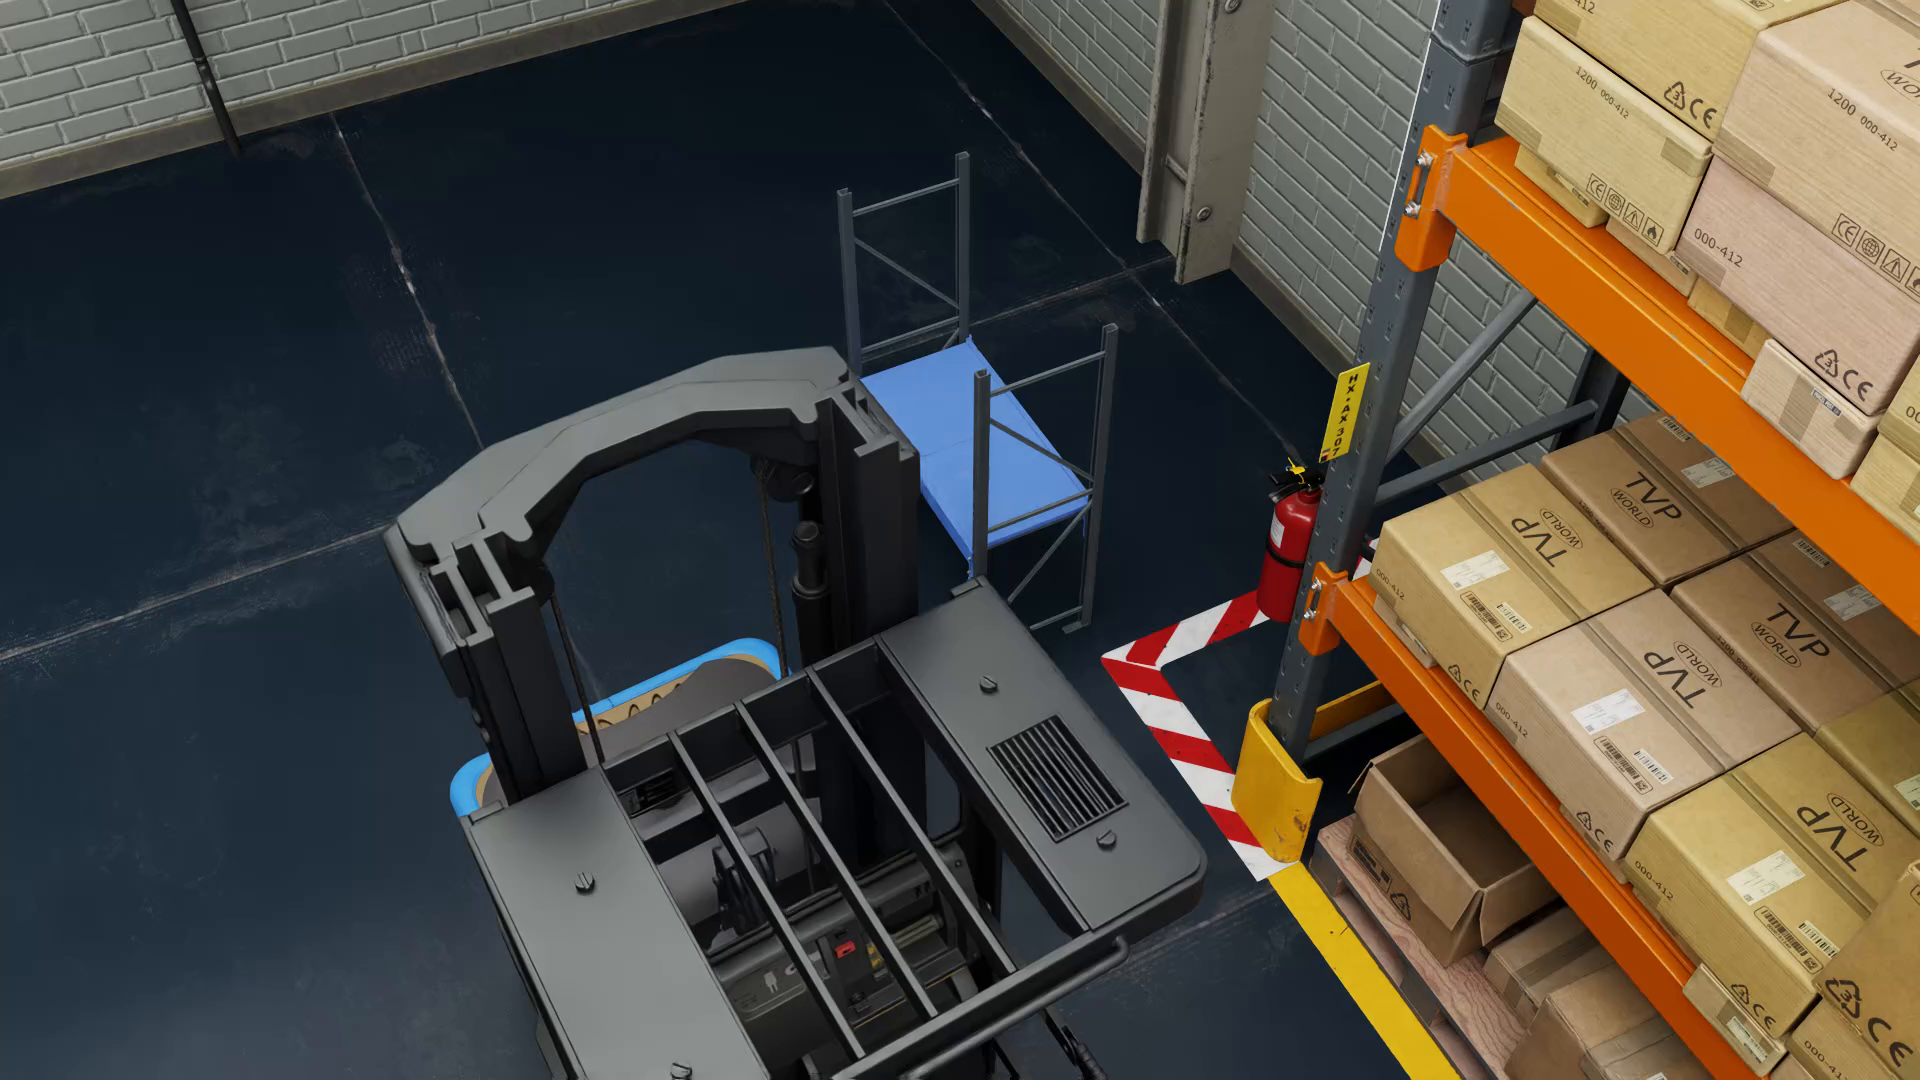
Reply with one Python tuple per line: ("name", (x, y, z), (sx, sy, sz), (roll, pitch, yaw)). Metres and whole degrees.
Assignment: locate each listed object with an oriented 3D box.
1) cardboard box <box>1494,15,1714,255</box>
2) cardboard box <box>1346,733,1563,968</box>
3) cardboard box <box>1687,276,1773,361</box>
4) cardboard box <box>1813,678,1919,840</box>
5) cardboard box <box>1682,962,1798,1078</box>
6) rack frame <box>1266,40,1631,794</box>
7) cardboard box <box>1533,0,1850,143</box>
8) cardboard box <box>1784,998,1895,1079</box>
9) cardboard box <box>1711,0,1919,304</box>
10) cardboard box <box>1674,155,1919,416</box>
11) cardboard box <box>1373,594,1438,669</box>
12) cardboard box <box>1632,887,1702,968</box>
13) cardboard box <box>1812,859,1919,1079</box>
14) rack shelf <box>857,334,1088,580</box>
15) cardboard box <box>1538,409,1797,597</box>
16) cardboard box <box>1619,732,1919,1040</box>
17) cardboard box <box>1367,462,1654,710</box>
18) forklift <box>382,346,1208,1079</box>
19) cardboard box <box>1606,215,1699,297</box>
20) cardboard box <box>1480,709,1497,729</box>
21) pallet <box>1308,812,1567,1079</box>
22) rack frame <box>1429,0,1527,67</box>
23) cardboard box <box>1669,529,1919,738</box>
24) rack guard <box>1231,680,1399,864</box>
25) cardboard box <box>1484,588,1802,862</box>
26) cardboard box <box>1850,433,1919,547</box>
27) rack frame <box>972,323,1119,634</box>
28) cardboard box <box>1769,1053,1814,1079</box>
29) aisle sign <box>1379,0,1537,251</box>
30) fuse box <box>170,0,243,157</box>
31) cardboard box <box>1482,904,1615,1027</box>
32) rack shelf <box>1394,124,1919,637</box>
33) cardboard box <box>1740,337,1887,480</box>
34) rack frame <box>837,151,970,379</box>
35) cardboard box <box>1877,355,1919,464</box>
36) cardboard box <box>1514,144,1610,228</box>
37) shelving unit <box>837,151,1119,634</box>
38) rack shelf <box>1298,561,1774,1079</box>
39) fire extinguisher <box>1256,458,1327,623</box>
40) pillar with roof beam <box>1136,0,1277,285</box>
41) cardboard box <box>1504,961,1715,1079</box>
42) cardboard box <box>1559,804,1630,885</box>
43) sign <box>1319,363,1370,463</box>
("cardboard box", (1.453, -0.878, 3.327), (0.500, 0.250, 0.500), (-22, 52, -18))
("cardboard box", (1.688, 0.893, 5.249), (0.797, 0.503, 0.637), (-23, 53, -19))
("cardboard box", (1.677, -0.500, 3.262), (0.380, 0.149, 0.250), (-21, 52, -17))
("cardboard box", (2.396, 0.613, 4.015), (0.500, 0.250, 0.500), (-20, 52, -16))
("cardboard box", (1.944, 1.043, 3.904), (0.380, 0.149, 0.250), (-23, 53, -19))
("rack frame", (1.493, -0.233, 4.854), (1.000, 3.000, 0.127), (-21, 52, -18))
("cardboard box", (1.472, -1.050, 3.146), (0.500, 0.250, 0.500), (-22, 52, -18))
("cardboard box", (2.179, 1.125, 3.568), (0.500, 0.250, 0.500), (-22, 53, -18))
("cardboard box", (1.688, -0.703, 2.842), (0.500, 0.250, 0.500), (-22, 52, -18))
("cardboard box", (1.704, -0.545, 3.036), (0.500, 0.250, 0.500), (-20, 52, -17))
("cardboard box", (1.399, 0.164, 4.673), (0.380, 0.149, 0.250), (-22, 52, -18))
("cardboard box", (1.895, 0.848, 4.075), (0.380, 0.149, 0.250), (-20, 52, -17))
("cardboard box", (2.147, 0.872, 3.291), (0.500, 0.500, 0.500), (-20, 52, -17))
("rack shelf", (0.039, -0.318, 6.164), (0.538, 0.185, 1.000), (-21, 52, -18))
("cardboard box", (1.939, -0.065, 4.609), (0.500, 0.250, 0.500), (-20, 52, -16))
("cardboard box", (1.926, 0.790, 3.861), (0.500, 0.250, 0.500), (-22, 52, -18))
("cardboard box", (1.461, 0.115, 4.451), (0.500, 0.250, 0.500), (-21, 52, -17))
("forklift", (-0.257, 1.150, 3.689), (1.130, 2.935, 3.031), (-24, 53, -20))
("cardboard box", (1.575, -0.678, 3.417), (0.380, 0.149, 0.250), (-20, 52, -17))
("cardboard box", (1.557, 0.318, 4.538), (0.380, 0.149, 0.250), (-20, 52, -17))
("pallet", (1.893, 1.269, 5.393), (1.003, 0.211, 1.213), (-21, 52, -18))
("rack frame", (1.493, -2.208, 2.596), (1.000, 3.000, 0.127), (-21, 52, -18))
("cardboard box", (2.174, 0.280, 4.307), (0.500, 0.250, 0.500), (-21, 52, -17))
("rack guard", (1.527, 0.641, 5.750), (1.175, 0.500, 0.348), (-21, 52, -18))
("cardboard box", (1.692, 0.452, 4.156), (0.500, 0.250, 0.500), (-21, 52, -17))
("cardboard box", (1.826, -0.125, 2.934), (0.380, 0.149, 0.250), (-21, 52, -18))
("rack frame", (0.272, -0.096, 5.731), (0.500, 1.500, 0.032), (-21, 52, -18))
("cardboard box", (2.083, 1.213, 3.756), (0.380, 0.149, 0.250), (-20, 52, -17))
("aisle sign", (1.200, -1.033, 3.827), (0.394, 0.787, 0.004), (-21, 52, -18))
("fuse box", (-3.586, -2.488, 7.682), (0.539, 1.711, 0.414), (-21, 52, -18))
("cardboard box", (1.848, 1.307, 5.122), (0.380, 0.149, 0.250), (-23, 53, -19))
("rack shelf", (2.408, 0.355, 2.825), (1.077, 0.370, 4.000), (-21, 52, -18))
("cardboard box", (1.700, -0.298, 3.085), (0.380, 0.149, 0.250), (-20, 52, -17))
("rack frame", (-0.194, -0.777, 6.326), (0.500, 1.500, 0.032), (-21, 52, -18))
("cardboard box", (1.927, -0.198, 2.732), (0.500, 0.250, 0.500), (-23, 53, -19))
("cardboard box", (1.432, -0.844, 3.563), (0.380, 0.149, 0.250), (-20, 52, -17))
("shelving unit", (0.039, -0.437, 6.028), (0.538, 1.500, 1.048), (-21, 52, -18))
("rack shelf", (2.408, 1.342, 3.954), (1.077, 0.370, 4.000), (-21, 52, -18))
("fire extinguisher", (1.014, -0.024, 4.970), (0.296, 0.674, 0.183), (-21, 52, -18))
("pillar with roof beam", (-2.768, -2.840, 3.148), (9.100, 9.000, 0.400), (-21, 52, -18))
("cardboard box", (2.045, 1.479, 4.738), (0.700, 0.500, 0.500), (-19, 52, -16))
("cardboard box", (1.769, 0.673, 4.228), (0.380, 0.149, 0.250), (-20, 52, -16))
("sign", (1.010, -0.331, 4.364), (0.100, 0.325, 0.005), (-21, 52, -18))
